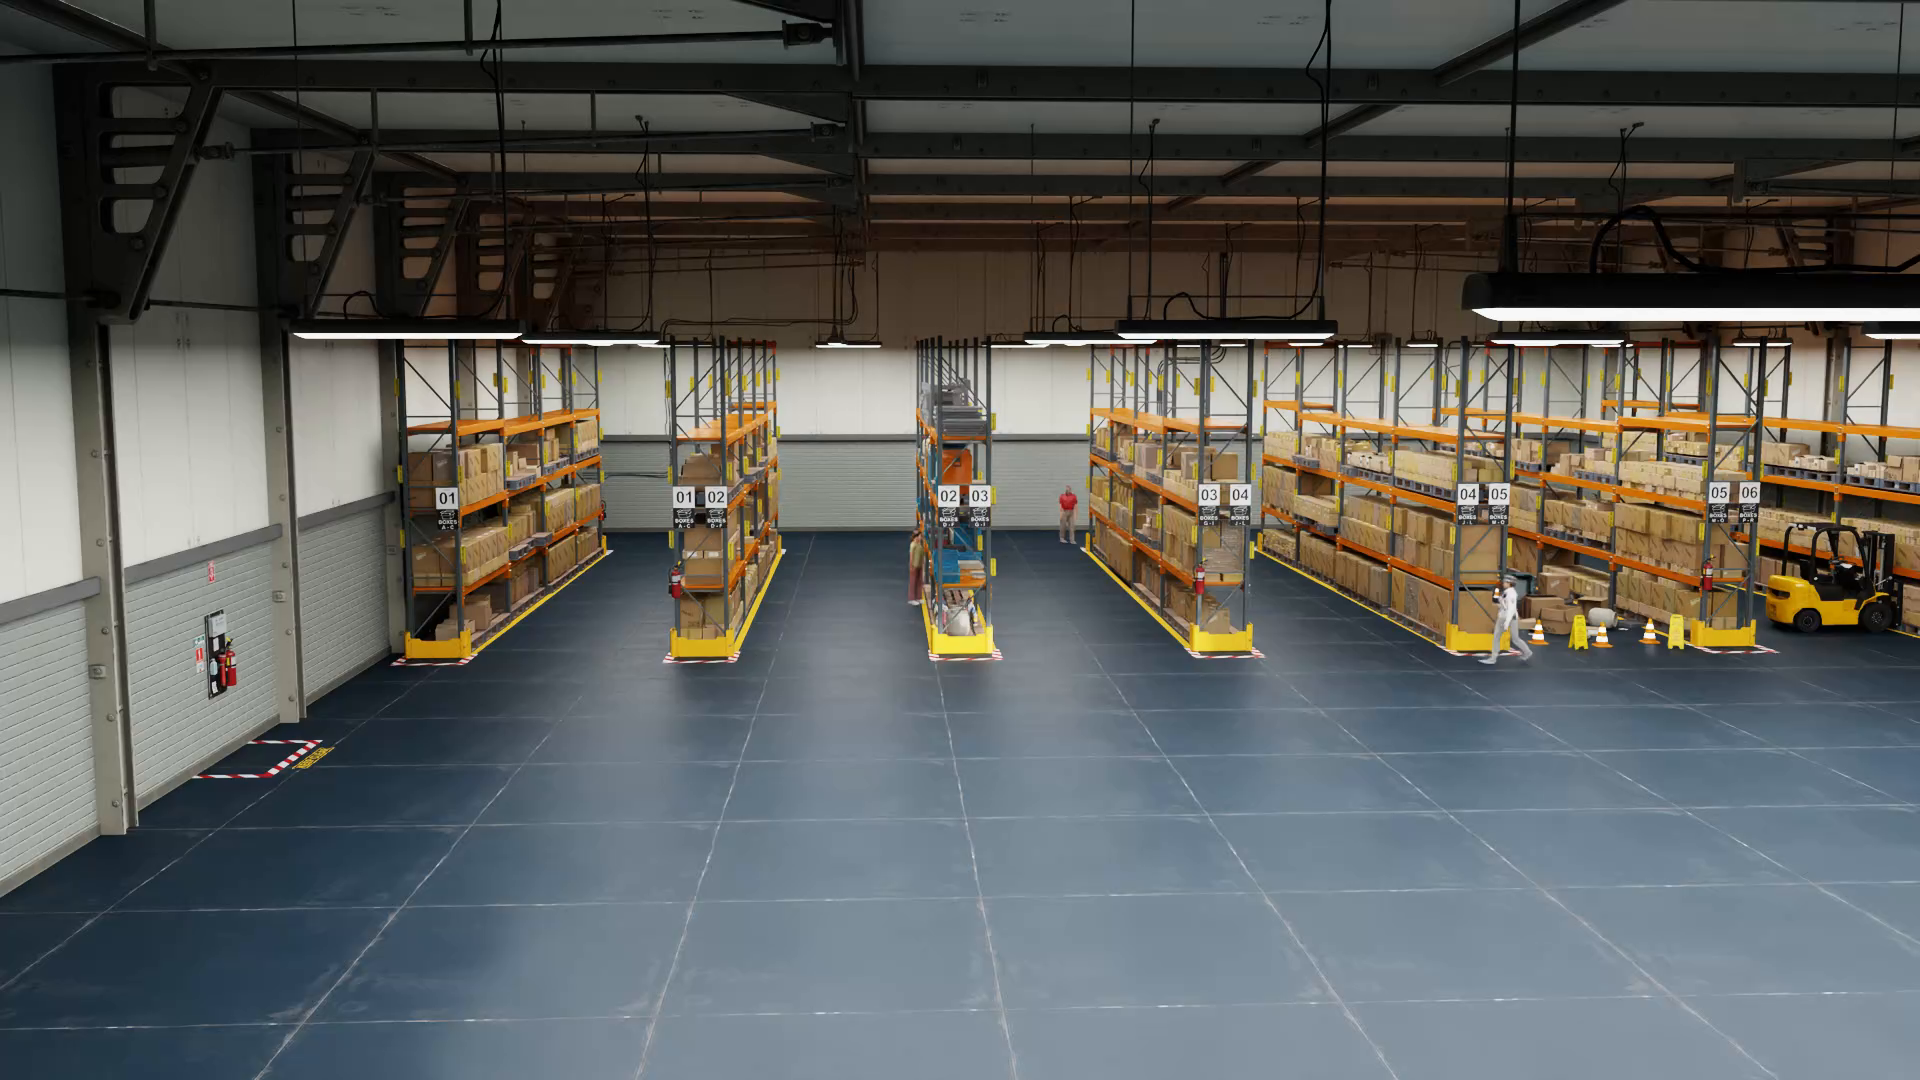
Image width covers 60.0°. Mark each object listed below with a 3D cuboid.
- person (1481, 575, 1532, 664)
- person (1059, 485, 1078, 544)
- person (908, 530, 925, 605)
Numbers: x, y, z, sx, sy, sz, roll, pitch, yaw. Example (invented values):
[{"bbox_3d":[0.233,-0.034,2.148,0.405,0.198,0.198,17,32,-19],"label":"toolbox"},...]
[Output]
[{"bbox_3d":[10.045,1.451,30.419,0.933,1.644,0.446,-3,7,-26],"label":"person"},{"bbox_3d":[3.240,-0.754,49.603,0.558,1.745,0.539,-2,7,-20],"label":"person"},{"bbox_3d":[-0.971,0.613,37.636,0.381,1.690,0.463,3,7,23],"label":"person"}]
